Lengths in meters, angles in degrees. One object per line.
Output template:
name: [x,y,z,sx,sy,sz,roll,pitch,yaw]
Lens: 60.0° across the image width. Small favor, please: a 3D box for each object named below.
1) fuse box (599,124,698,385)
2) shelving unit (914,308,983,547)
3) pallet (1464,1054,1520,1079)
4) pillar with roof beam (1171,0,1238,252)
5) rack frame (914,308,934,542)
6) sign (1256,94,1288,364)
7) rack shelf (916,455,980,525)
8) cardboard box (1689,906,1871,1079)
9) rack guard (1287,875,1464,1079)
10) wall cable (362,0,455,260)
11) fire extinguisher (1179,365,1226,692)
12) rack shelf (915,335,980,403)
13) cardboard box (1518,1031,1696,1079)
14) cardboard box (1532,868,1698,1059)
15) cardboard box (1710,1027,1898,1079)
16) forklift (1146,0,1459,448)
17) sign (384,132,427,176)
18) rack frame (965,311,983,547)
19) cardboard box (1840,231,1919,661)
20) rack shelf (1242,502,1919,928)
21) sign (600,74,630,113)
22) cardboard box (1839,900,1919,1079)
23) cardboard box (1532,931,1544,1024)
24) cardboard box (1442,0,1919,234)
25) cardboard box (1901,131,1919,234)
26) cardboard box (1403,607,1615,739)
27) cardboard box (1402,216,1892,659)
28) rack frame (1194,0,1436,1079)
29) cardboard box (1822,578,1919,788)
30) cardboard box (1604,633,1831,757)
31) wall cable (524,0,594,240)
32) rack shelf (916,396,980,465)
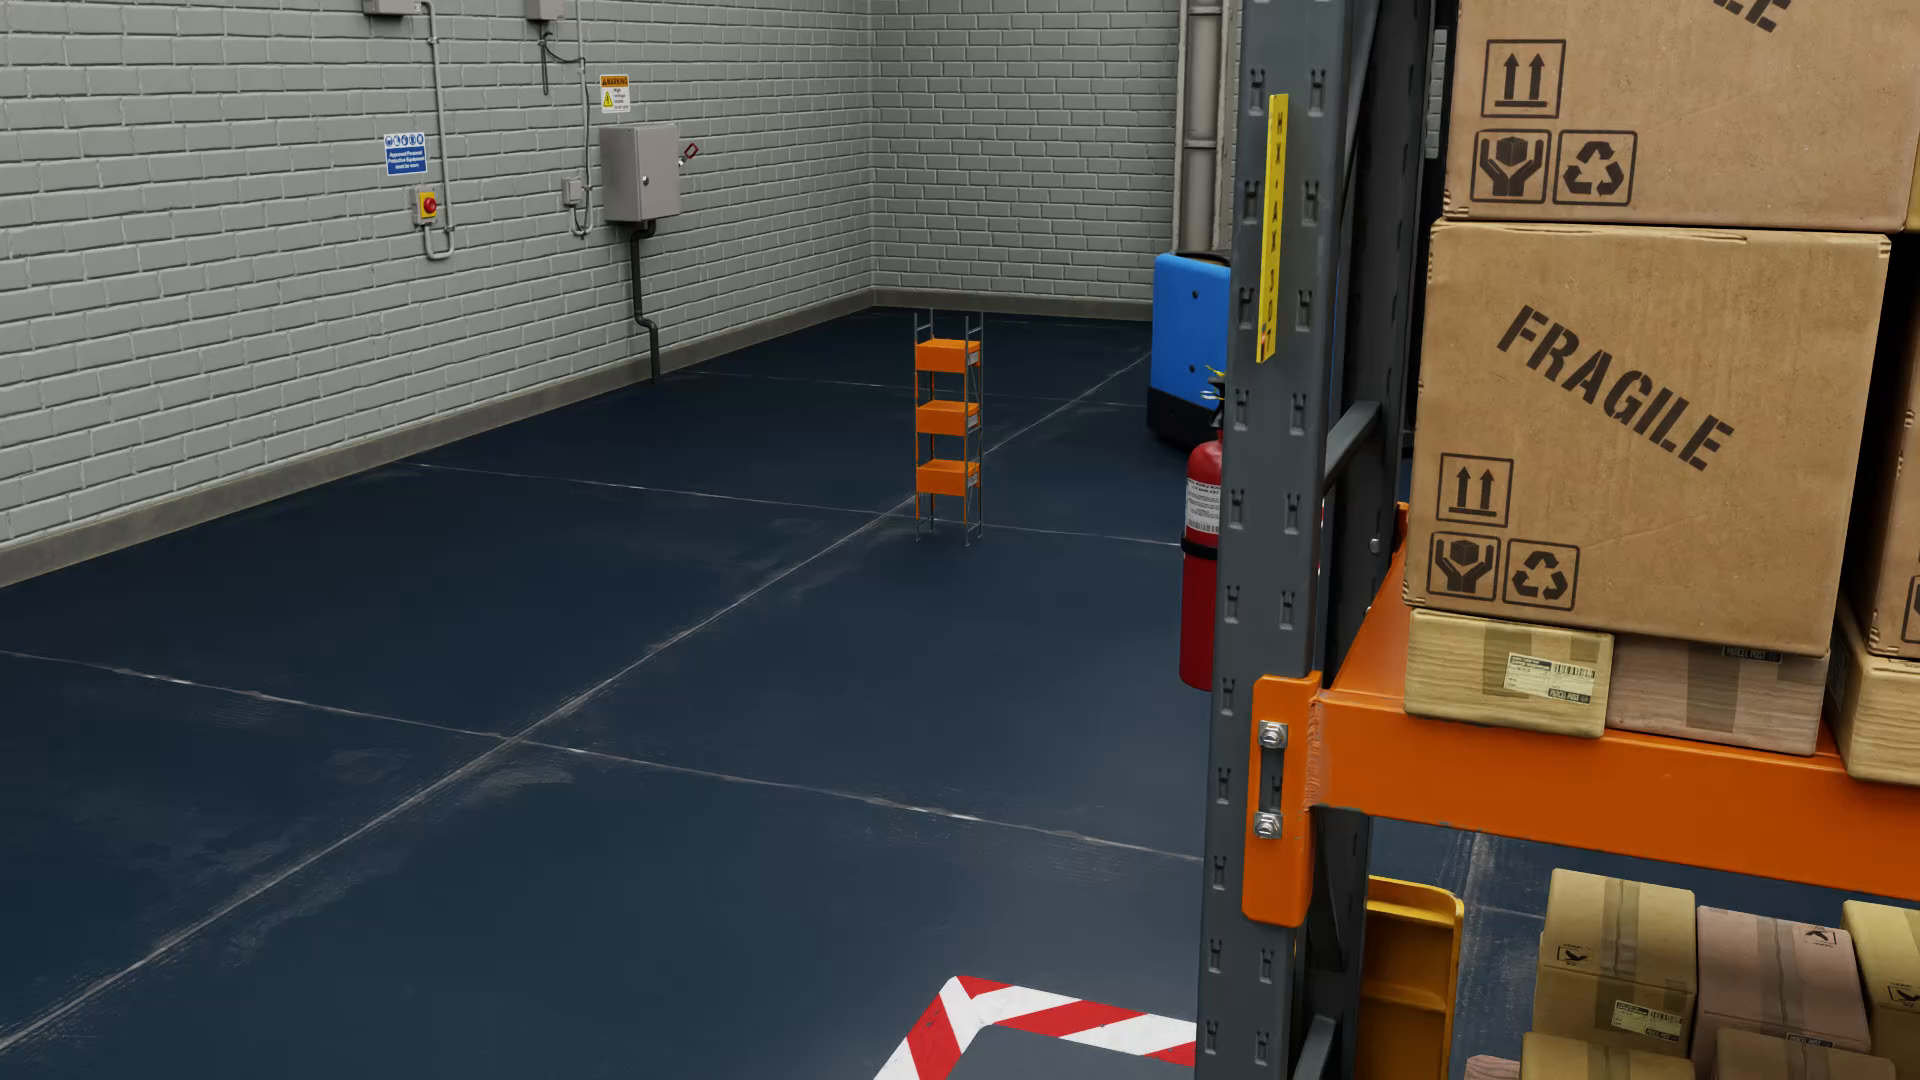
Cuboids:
fuse box: [-2.035,-1.890,11.115,0.414,1.711,0.539,6,17,21]
shelving unit: [-0.050,-0.510,7.546,0.252,1.050,0.215,6,17,21]
pallet: [1.404,1.325,2.731,1.213,0.211,1.003,6,17,21]
pillar with roof beam: [0.374,-4.970,8.653,0.400,9.000,9.100,6,17,21]
rack frame: [-0.163,-0.522,7.589,0.008,1.050,0.200,6,17,21]
sign: [0.392,-0.389,2.081,0.005,0.325,0.100,6,17,21]
rack shelf: [-0.050,-0.233,7.627,0.240,0.259,0.215,6,17,21]
cardboard box: [1.389,0.797,2.842,0.250,0.149,0.380,7,17,22]
rack guard: [0.661,1.094,3.008,0.348,0.500,1.175,6,17,21]
wall cable: [-2.941,-2.482,8.964,0.123,1.953,0.585,6,17,21]
fire extinguisher: [0.526,-0.043,3.250,0.183,0.674,0.296,6,17,21]
rack shelf: [-0.050,-0.772,7.470,0.240,0.259,0.215,6,17,21]
cardboard box: [0.953,0.909,2.454,0.250,0.149,0.380,5,17,18]
cardboard box: [1.176,0.756,2.982,0.250,0.149,0.380,6,17,21]
cardboard box: [1.254,0.906,2.465,0.250,0.149,0.380,7,17,22]
forklift: [2.659,-2.034,9.423,3.031,2.935,1.130,-6,17,-20]
sign: [-3.016,-2.103,9.051,0.001,0.218,0.327,6,17,21]
rack frame: [0.064,-0.497,7.503,0.008,1.050,0.200,6,17,21]
cardboard box: [1.414,-0.139,2.060,0.500,0.500,0.500,6,17,21]
rack shelf: [2.451,0.436,2.082,4.000,0.370,1.077,6,17,21]
sign: [-2.248,-2.912,10.844,0.001,0.242,0.339,6,17,21]
cardboard box: [1.676,0.790,2.865,0.250,0.149,0.380,6,17,19]
cardboard box: [1.186,0.890,3.053,0.250,0.149,0.380,6,17,19]
cardboard box: [0.911,-0.670,2.096,0.500,0.500,0.500,6,17,20]
cardboard box: [1.383,-0.620,1.924,0.500,0.500,0.500,7,18,22]
cardboard box: [0.772,0.125,2.314,0.250,0.149,0.380,6,17,20]
cardboard box: [0.907,-0.187,2.226,0.500,0.500,0.500,7,18,23]
rack frame: [0.589,-0.113,2.683,0.053,2.616,0.949,6,17,21]
cardboard box: [1.254,0.181,2.119,0.250,0.149,0.380,6,17,19]
cardboard box: [1.024,0.140,2.262,0.250,0.149,0.380,7,18,23]
wall cable: [-2.432,-2.836,10.240,0.122,1.984,0.588,6,17,21]
rack shelf: [-0.050,-0.499,7.549,0.240,0.259,0.215,6,17,21]
